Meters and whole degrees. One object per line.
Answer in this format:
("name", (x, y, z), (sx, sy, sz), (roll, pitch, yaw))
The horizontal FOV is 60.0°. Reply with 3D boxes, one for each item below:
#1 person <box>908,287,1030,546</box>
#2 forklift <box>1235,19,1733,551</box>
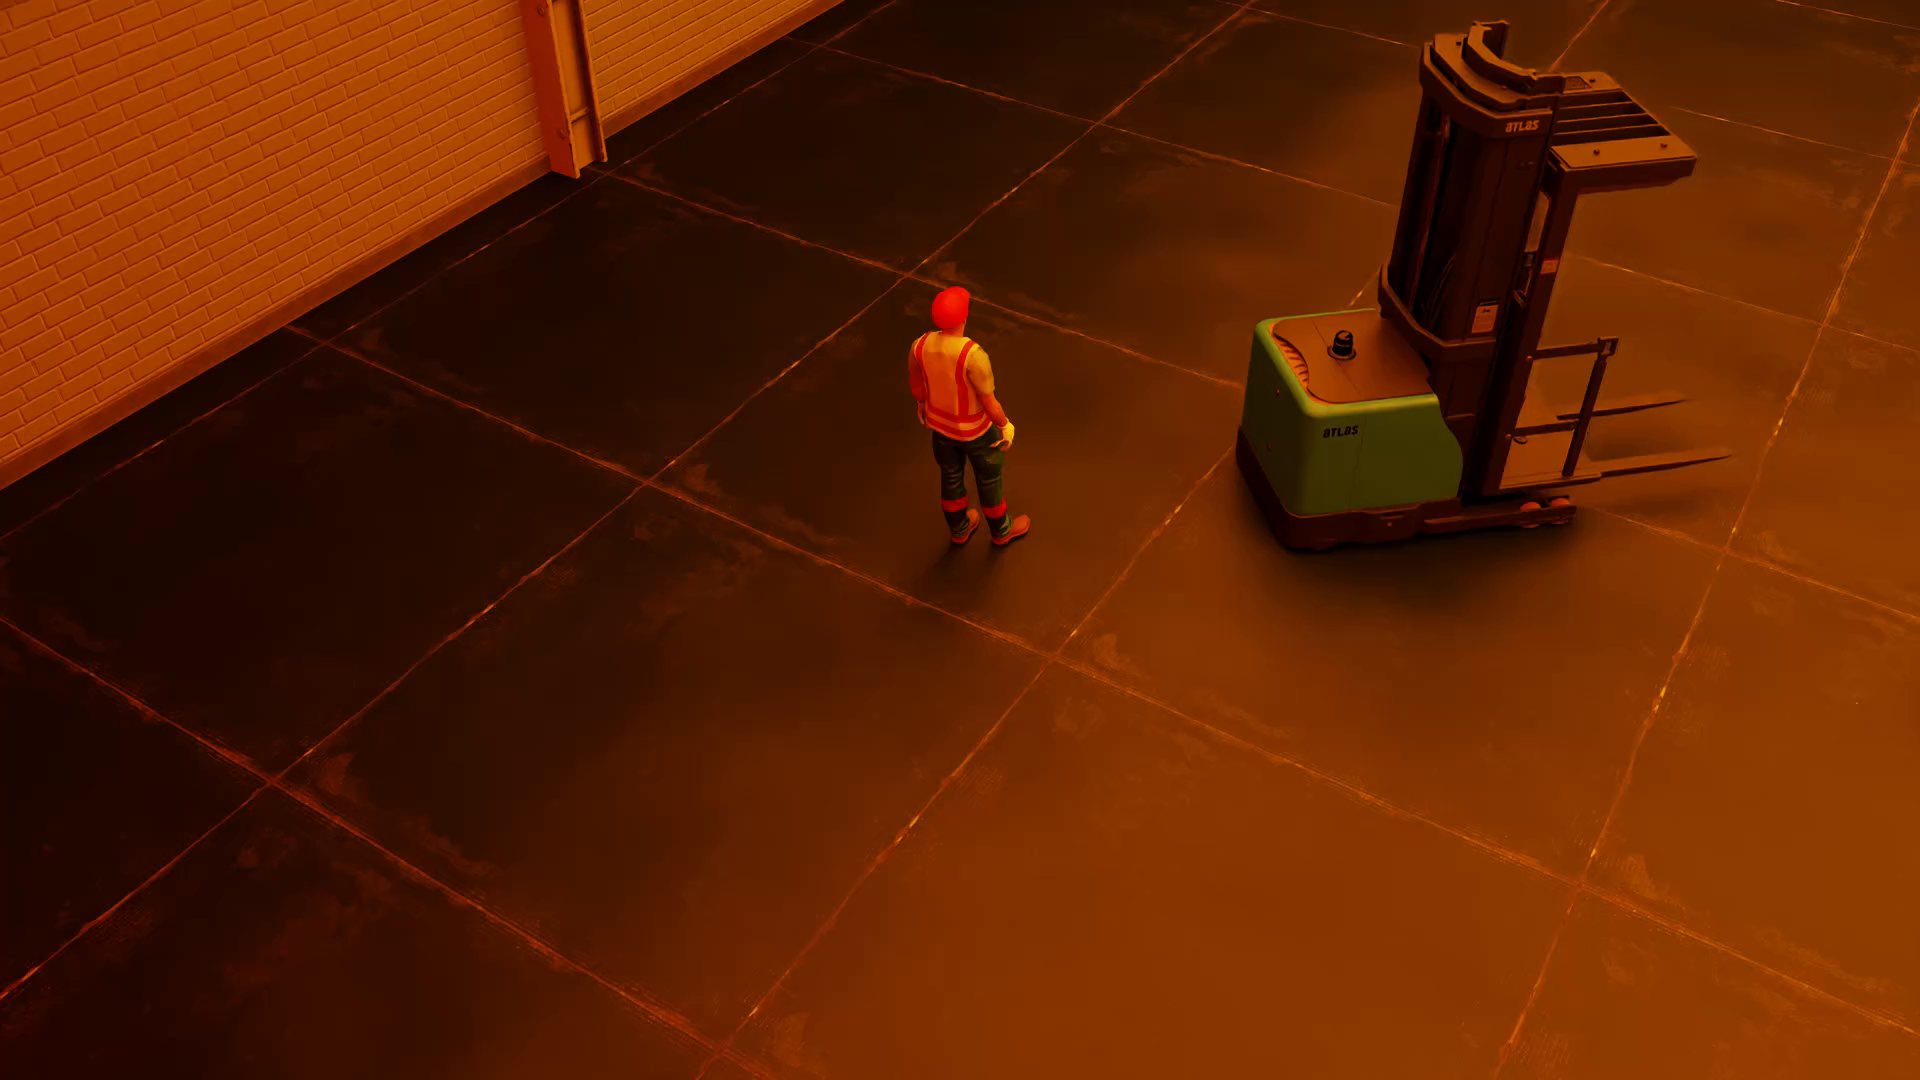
("person", (0.053, -0.727, 9.698), (0.638, 1.787, 0.564), (22, 45, 24))
("forklift", (3.352, -1.521, 9.761), (3.031, 2.935, 1.130), (-7, 41, -8))
